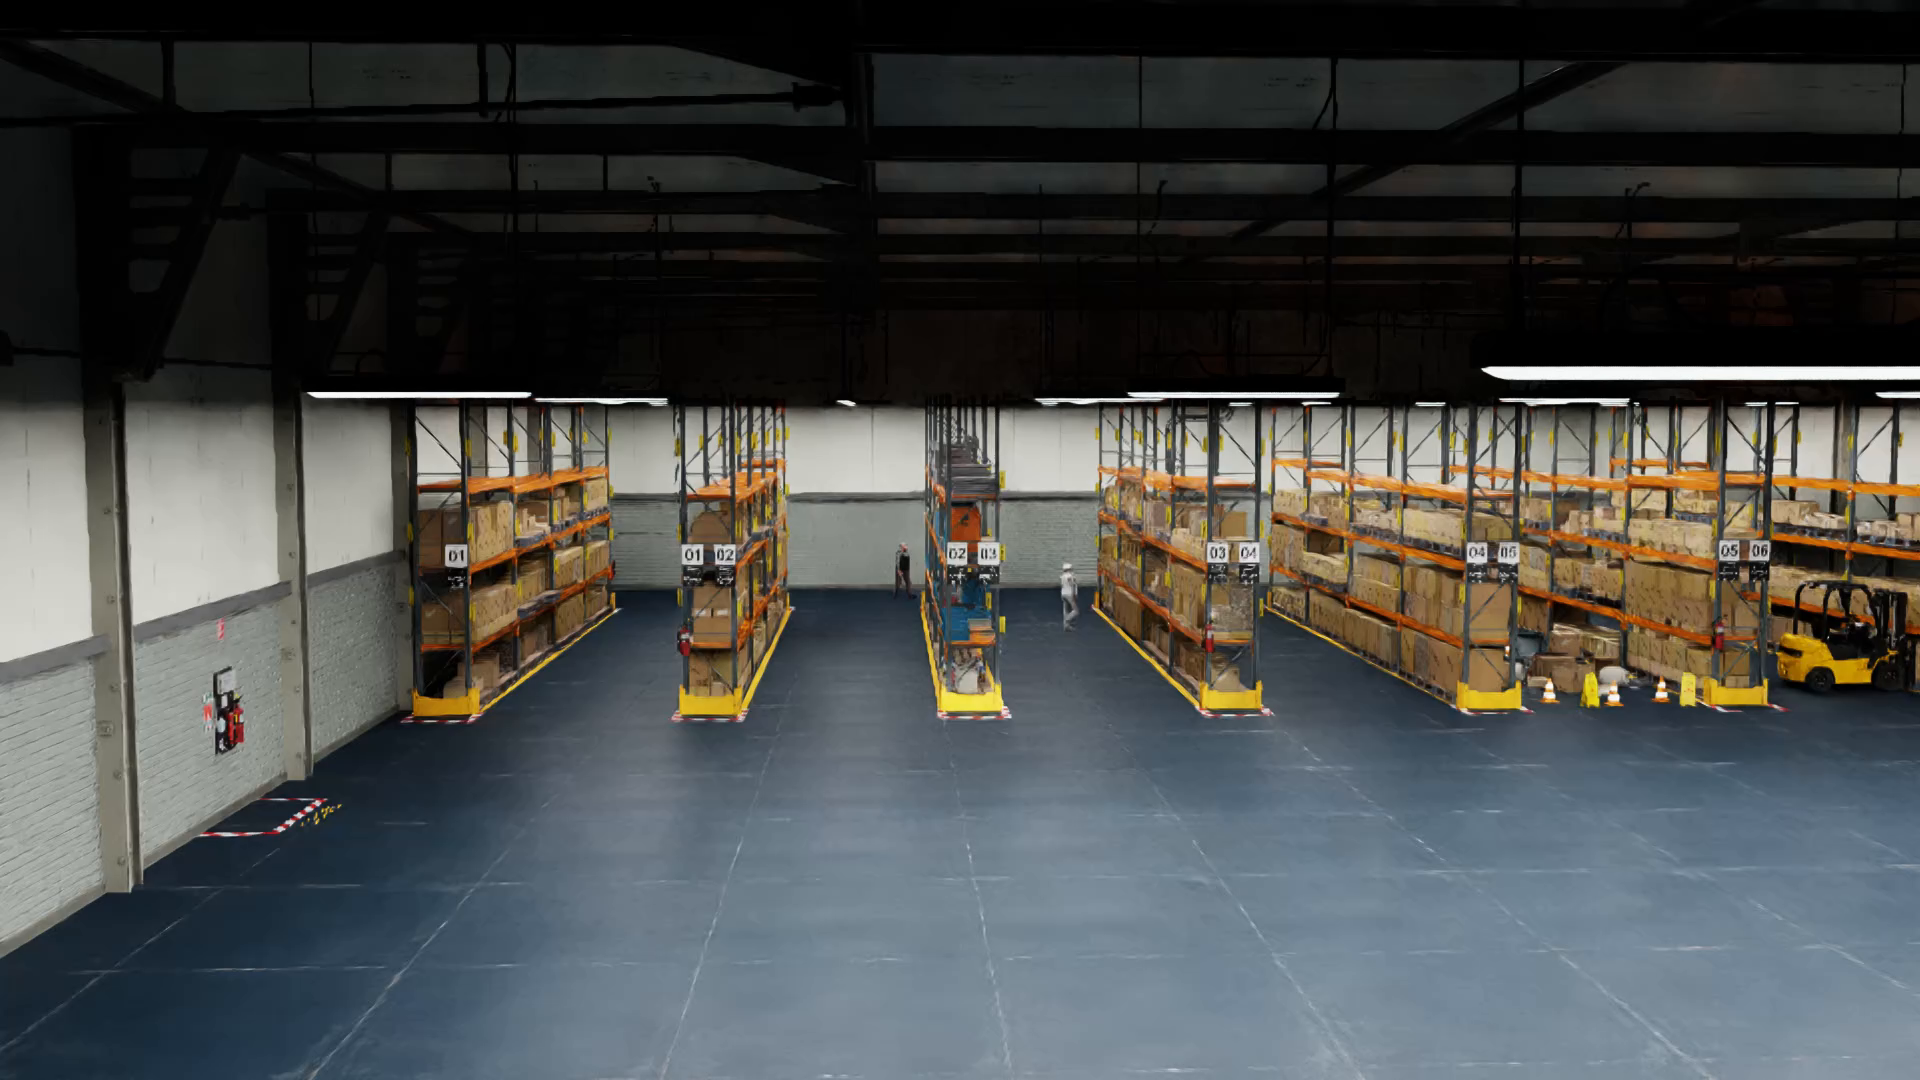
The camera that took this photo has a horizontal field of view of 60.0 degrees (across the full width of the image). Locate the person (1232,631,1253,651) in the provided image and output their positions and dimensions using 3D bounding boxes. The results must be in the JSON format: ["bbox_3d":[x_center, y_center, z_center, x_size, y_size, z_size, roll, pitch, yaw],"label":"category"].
[{"bbox_3d":[6.690,1.792,39.315,0.448,1.623,0.997,-1,5,-11],"label":"person"}]

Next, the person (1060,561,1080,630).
[{"bbox_3d":[2.806,1.441,43.002,0.445,1.768,0.576,-3,5,-32],"label":"person"}]

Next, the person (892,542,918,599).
[{"bbox_3d":[-1.680,0.907,49.990,0.565,1.712,0.737,3,6,36],"label":"person"}]
